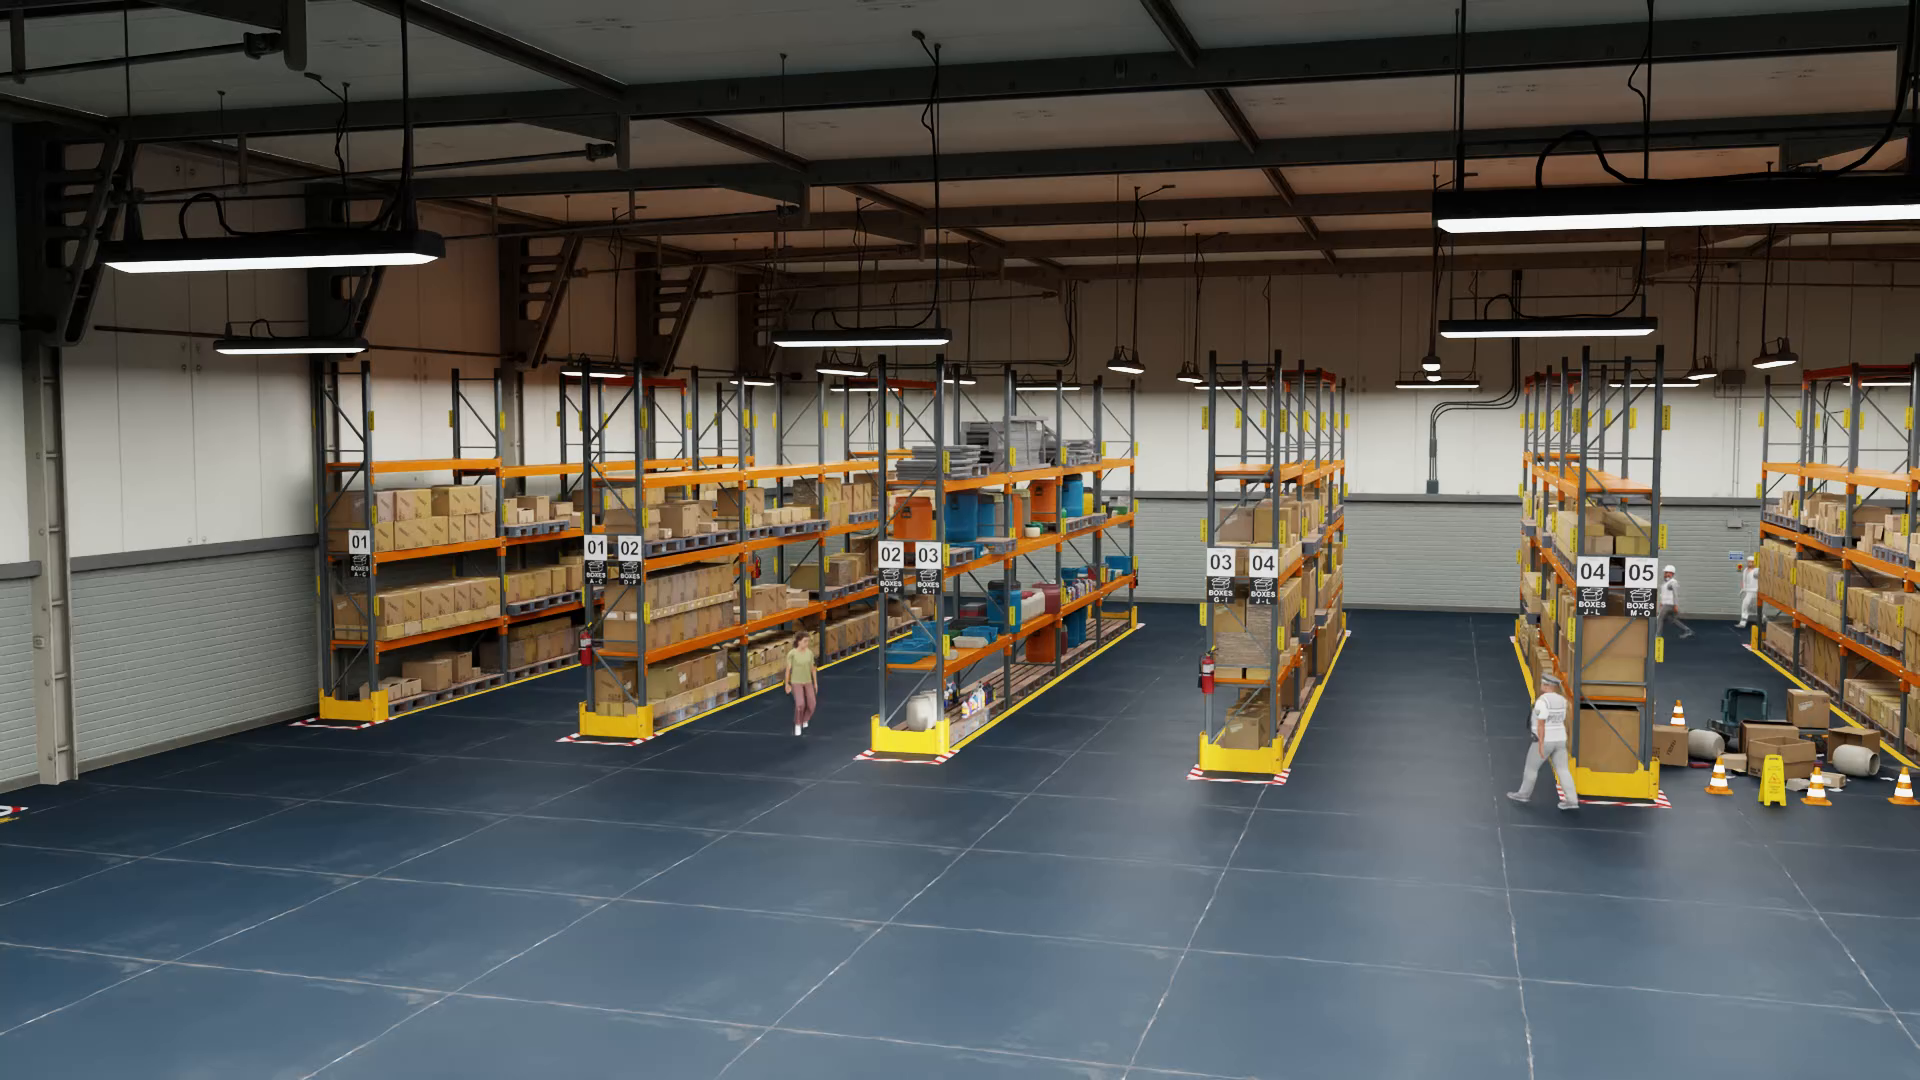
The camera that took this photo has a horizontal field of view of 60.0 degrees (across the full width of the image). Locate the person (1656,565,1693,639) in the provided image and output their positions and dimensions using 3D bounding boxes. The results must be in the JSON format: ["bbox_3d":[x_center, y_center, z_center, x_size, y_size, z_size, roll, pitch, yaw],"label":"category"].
[{"bbox_3d":[16.090,1.440,37.675,0.983,1.738,0.517,1,4,19],"label":"person"}]

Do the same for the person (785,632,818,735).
[{"bbox_3d":[-2.420,2.213,25.633,0.472,1.571,0.506,-2,5,-28],"label":"person"}]

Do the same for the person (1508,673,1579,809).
[{"bbox_3d":[7.602,2.578,21.510,0.533,1.708,1.016,-1,4,-20],"label":"person"}]

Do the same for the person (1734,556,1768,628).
[{"bbox_3d":[19.134,1.252,40.171,1.012,1.752,0.519,-1,4,-11],"label":"person"}]

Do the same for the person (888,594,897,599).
[{"bbox_3d":[-1.863,1.057,42.948,0.858,1.740,0.535,-2,5,-27],"label":"person"}]
